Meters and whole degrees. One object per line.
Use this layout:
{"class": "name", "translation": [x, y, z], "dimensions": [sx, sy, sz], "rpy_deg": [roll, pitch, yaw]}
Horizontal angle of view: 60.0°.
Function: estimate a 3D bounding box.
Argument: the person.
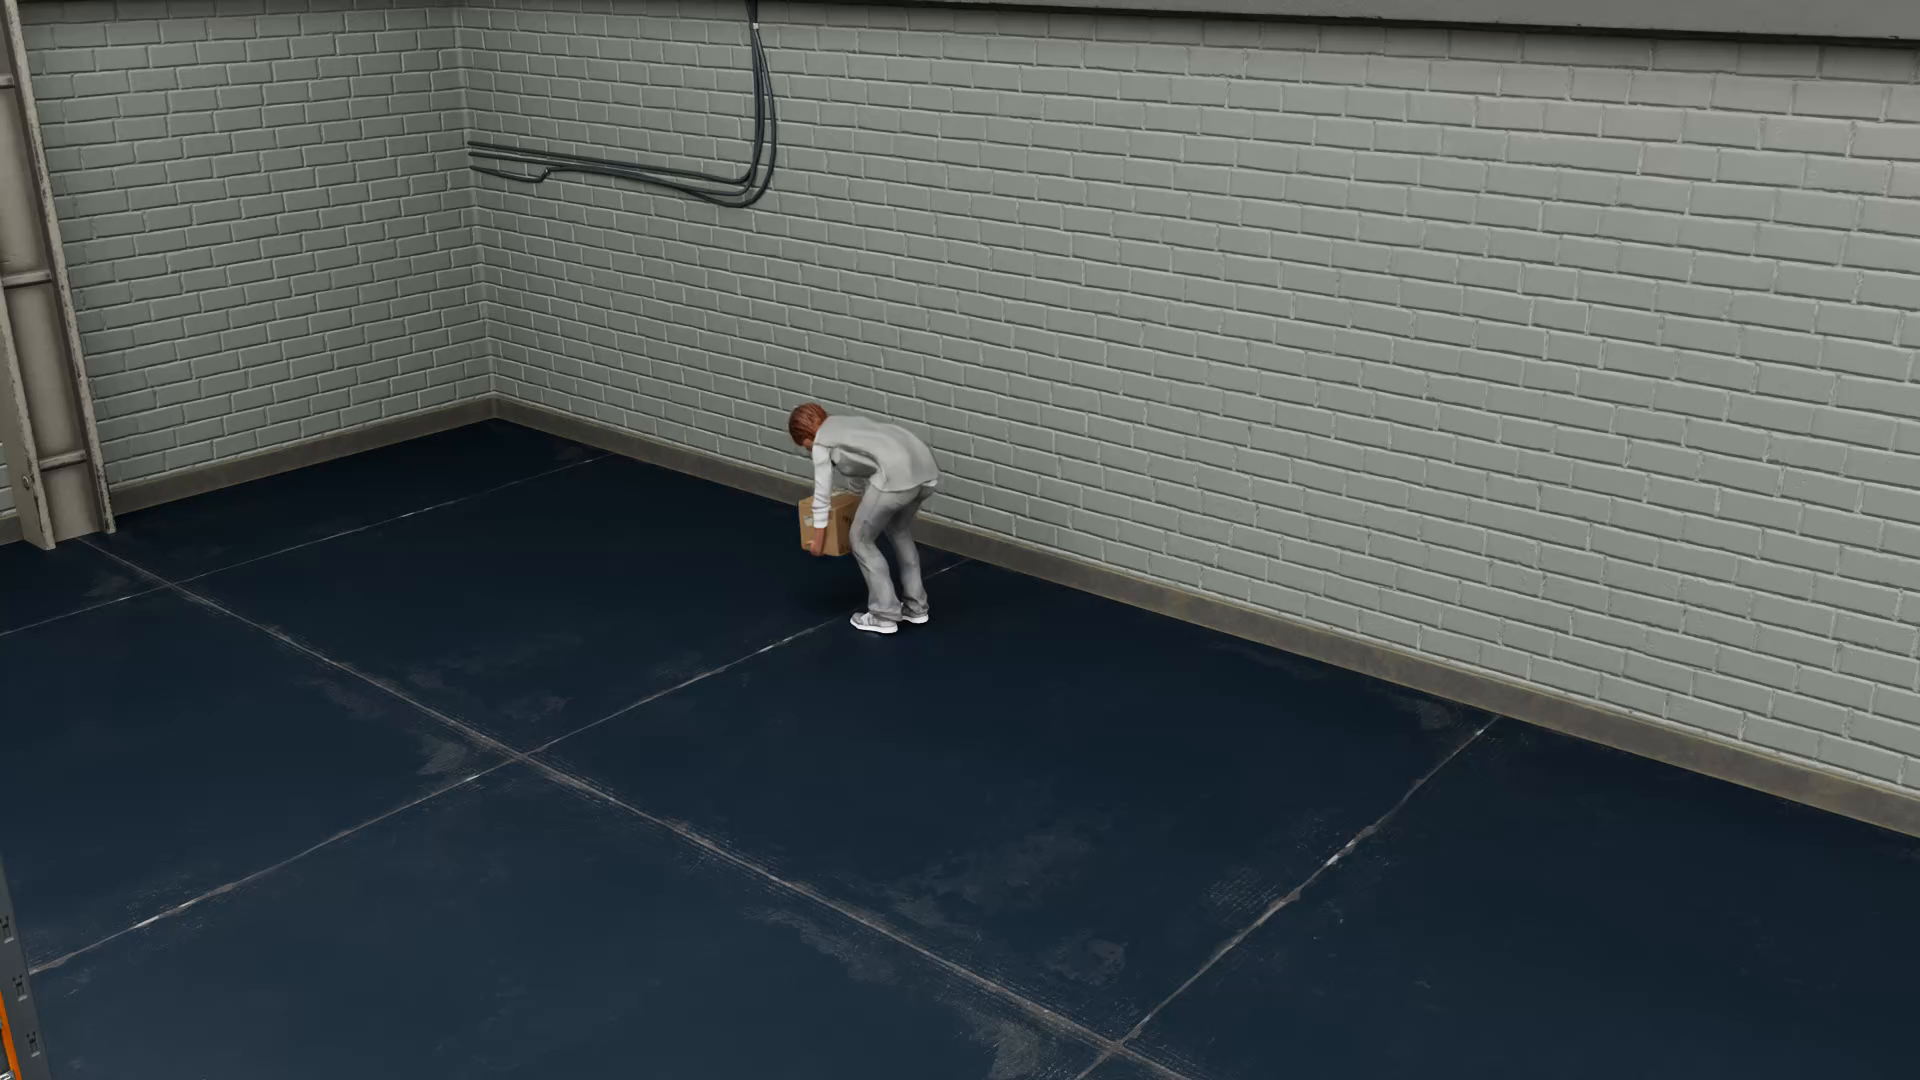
{"class": "person", "translation": [-0.488, -0.109, 8.173], "dimensions": [0.864, 1.047, 0.387], "rpy_deg": [15, 25, 35]}
